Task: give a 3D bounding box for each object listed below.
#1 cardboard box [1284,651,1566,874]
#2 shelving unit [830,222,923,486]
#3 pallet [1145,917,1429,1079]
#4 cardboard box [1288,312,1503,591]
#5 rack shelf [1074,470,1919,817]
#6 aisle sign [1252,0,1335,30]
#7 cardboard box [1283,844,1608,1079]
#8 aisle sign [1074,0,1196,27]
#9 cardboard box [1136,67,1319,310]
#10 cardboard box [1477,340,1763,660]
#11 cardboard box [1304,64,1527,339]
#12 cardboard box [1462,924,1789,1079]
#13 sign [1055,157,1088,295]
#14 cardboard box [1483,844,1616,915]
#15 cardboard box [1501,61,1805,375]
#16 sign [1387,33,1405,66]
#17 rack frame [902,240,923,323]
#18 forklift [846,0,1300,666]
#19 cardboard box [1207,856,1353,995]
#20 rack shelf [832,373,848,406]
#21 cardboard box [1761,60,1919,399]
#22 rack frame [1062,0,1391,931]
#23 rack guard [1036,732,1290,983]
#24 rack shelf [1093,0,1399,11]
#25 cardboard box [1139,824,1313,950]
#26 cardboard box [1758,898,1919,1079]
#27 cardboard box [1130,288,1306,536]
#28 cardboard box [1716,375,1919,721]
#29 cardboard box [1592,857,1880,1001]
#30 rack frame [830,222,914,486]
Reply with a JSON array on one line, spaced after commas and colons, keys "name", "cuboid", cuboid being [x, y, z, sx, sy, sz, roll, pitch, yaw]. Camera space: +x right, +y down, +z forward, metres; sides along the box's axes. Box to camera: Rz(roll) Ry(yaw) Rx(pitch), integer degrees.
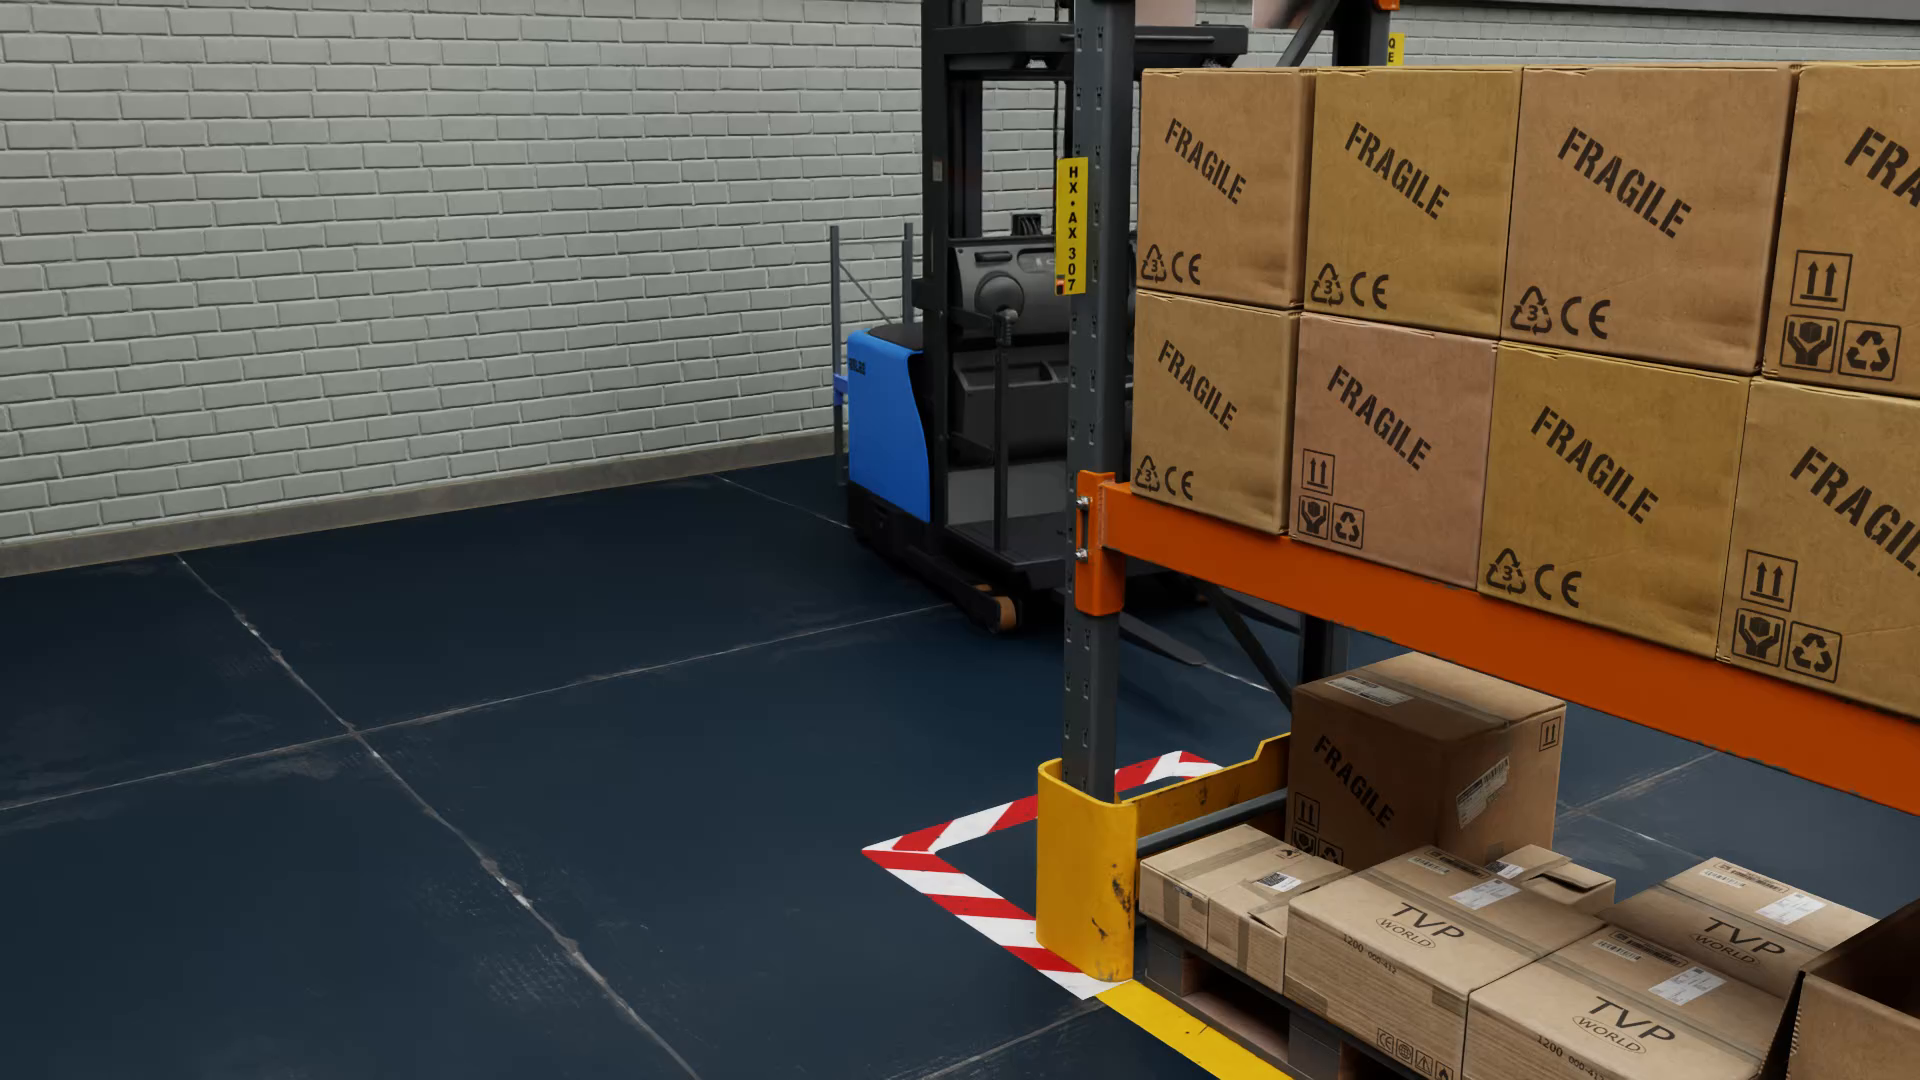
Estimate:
[{"name": "cardboard box", "cuboid": [1.231, 0.645, 4.438, 0.500, 0.500, 0.500, -11, 19, -35]}, {"name": "shelving unit", "cuboid": [-0.284, -0.953, 9.216, 0.538, 1.500, 1.048, -7, 17, -24]}, {"name": "pallet", "cuboid": [1.226, 1.105, 4.138, 1.003, 0.211, 1.213, -11, 19, -35]}, {"name": "cardboard box", "cuboid": [1.067, -0.229, 3.542, 0.500, 0.500, 0.500, -11, 19, -35]}, {"name": "rack shelf", "cuboid": [1.888, 0.348, 2.985, 1.077, 0.370, 4.000, -11, 19, -35]}, {"name": "aisle sign", "cuboid": [0.919, -1.742, 4.334, 0.394, 0.787, 0.004, -11, 19, -35]}, {"name": "cardboard box", "cuboid": [1.096, 0.955, 3.780, 0.500, 0.250, 0.500, -11, 19, -35]}, {"name": "aisle sign", "cuboid": [0.434, -1.649, 3.994, 0.394, 0.787, 0.004, -11, 19, -35]}, {"name": "cardboard box", "cuboid": [0.759, -0.821, 3.810, 0.500, 0.500, 0.500, -10, 18, -33]}, {"name": "cardboard box", "cuboid": [1.360, -0.122, 3.149, 0.500, 0.500, 0.500, -11, 19, -35]}, {"name": "cardboard box", "cuboid": [1.073, -0.710, 3.406, 0.500, 0.500, 0.500, -11, 19, -34]}, {"name": "cardboard box", "cuboid": [1.390, 1.062, 3.390, 0.500, 0.250, 0.500, -11, 19, -35]}, {"name": "sign", "cuboid": [0.273, -0.759, 4.028, 0.100, 0.325, 0.005, -11, 19, -35]}, {"name": "cardboard box", "cuboid": [1.396, 0.907, 4.115, 0.380, 0.166, 0.250, -11, 19, -35]}, {"name": "cardboard box", "cuboid": [1.363, -0.603, 3.013, 0.500, 0.500, 0.500, -11, 19, -34]}, {"name": "sign", "cuboid": [1.173, -1.219, 4.555, 0.100, 0.325, 0.005, -11, 19, -35]}, {"name": "rack frame", "cuboid": [-0.066, -0.832, 8.773, 0.500, 1.500, 0.032, -7, 17, -24]}, {"name": "forklift", "cuboid": [0.504, -1.142, 7.195, 1.130, 2.935, 3.031, -7, 17, -24]}, {"name": "cardboard box", "cuboid": [0.827, 0.924, 4.050, 0.380, 0.166, 0.250, -11, 19, -35]}, {"name": "rack shelf", "cuboid": [-0.284, -0.779, 9.263, 0.538, 0.185, 1.000, -7, 17, -24]}, {"name": "cardboard box", "cuboid": [1.663, -0.494, 2.617, 0.500, 0.500, 0.500, -11, 19, -35]}, {"name": "rack frame", "cuboid": [0.712, -0.426, 4.451, 1.000, 3.000, 0.127, -11, 19, -35]}, {"name": "rack guard", "cuboid": [0.756, 0.796, 4.721, 1.175, 0.500, 0.348, -11, 19, -35]}, {"name": "rack shelf", "cuboid": [1.888, -1.099, 2.589, 1.077, 0.370, 4.000, -11, 19, -35]}, {"name": "cardboard box", "cuboid": [0.680, 0.880, 4.247, 0.380, 0.149, 0.250, -11, 19, -35]}, {"name": "cardboard box", "cuboid": [1.955, 1.020, 3.064, 0.797, 0.503, 0.637, -11, 19, -35]}, {"name": "cardboard box", "cuboid": [0.759, -0.339, 3.942, 0.500, 0.500, 0.500, -10, 18, -33]}, {"name": "cardboard box", "cuboid": [1.652, -0.015, 2.758, 0.500, 0.500, 0.500, -11, 19, -34]}, {"name": "cardboard box", "cuboid": [1.765, 0.973, 3.713, 0.500, 0.250, 0.500, -11, 19, -35]}, {"name": "rack frame", "cuboid": [-0.502, -1.074, 9.659, 0.500, 1.500, 0.032, -7, 17, -24]}]
